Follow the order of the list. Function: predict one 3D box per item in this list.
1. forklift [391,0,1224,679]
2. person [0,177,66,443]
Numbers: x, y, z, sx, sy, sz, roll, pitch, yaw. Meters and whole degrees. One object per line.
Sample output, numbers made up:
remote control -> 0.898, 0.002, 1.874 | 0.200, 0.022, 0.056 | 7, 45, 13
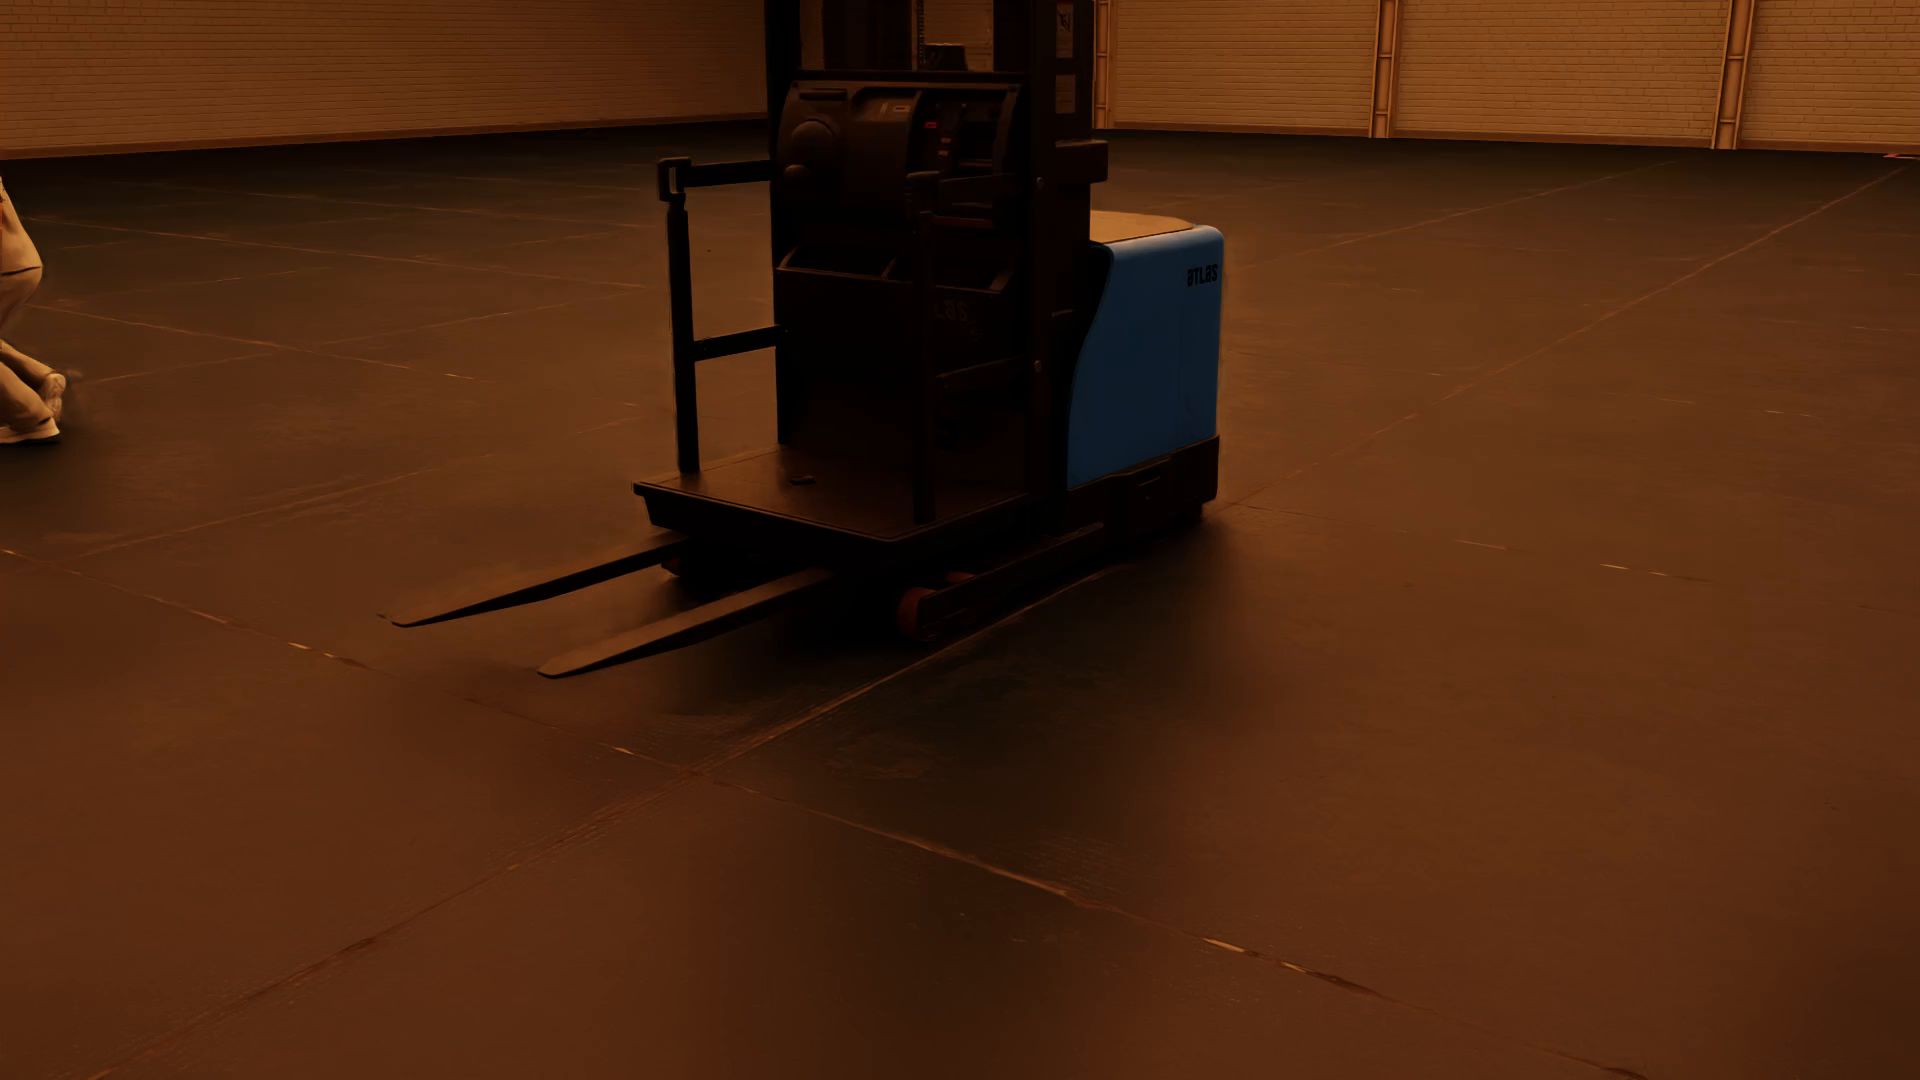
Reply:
forklift -> -0.334, -1.258, 5.040 | 1.130, 2.935, 3.031 | 12, 21, 36
person -> -4.305, -1.180, 7.367 | 0.471, 1.537, 0.877 | -9, 19, -27
